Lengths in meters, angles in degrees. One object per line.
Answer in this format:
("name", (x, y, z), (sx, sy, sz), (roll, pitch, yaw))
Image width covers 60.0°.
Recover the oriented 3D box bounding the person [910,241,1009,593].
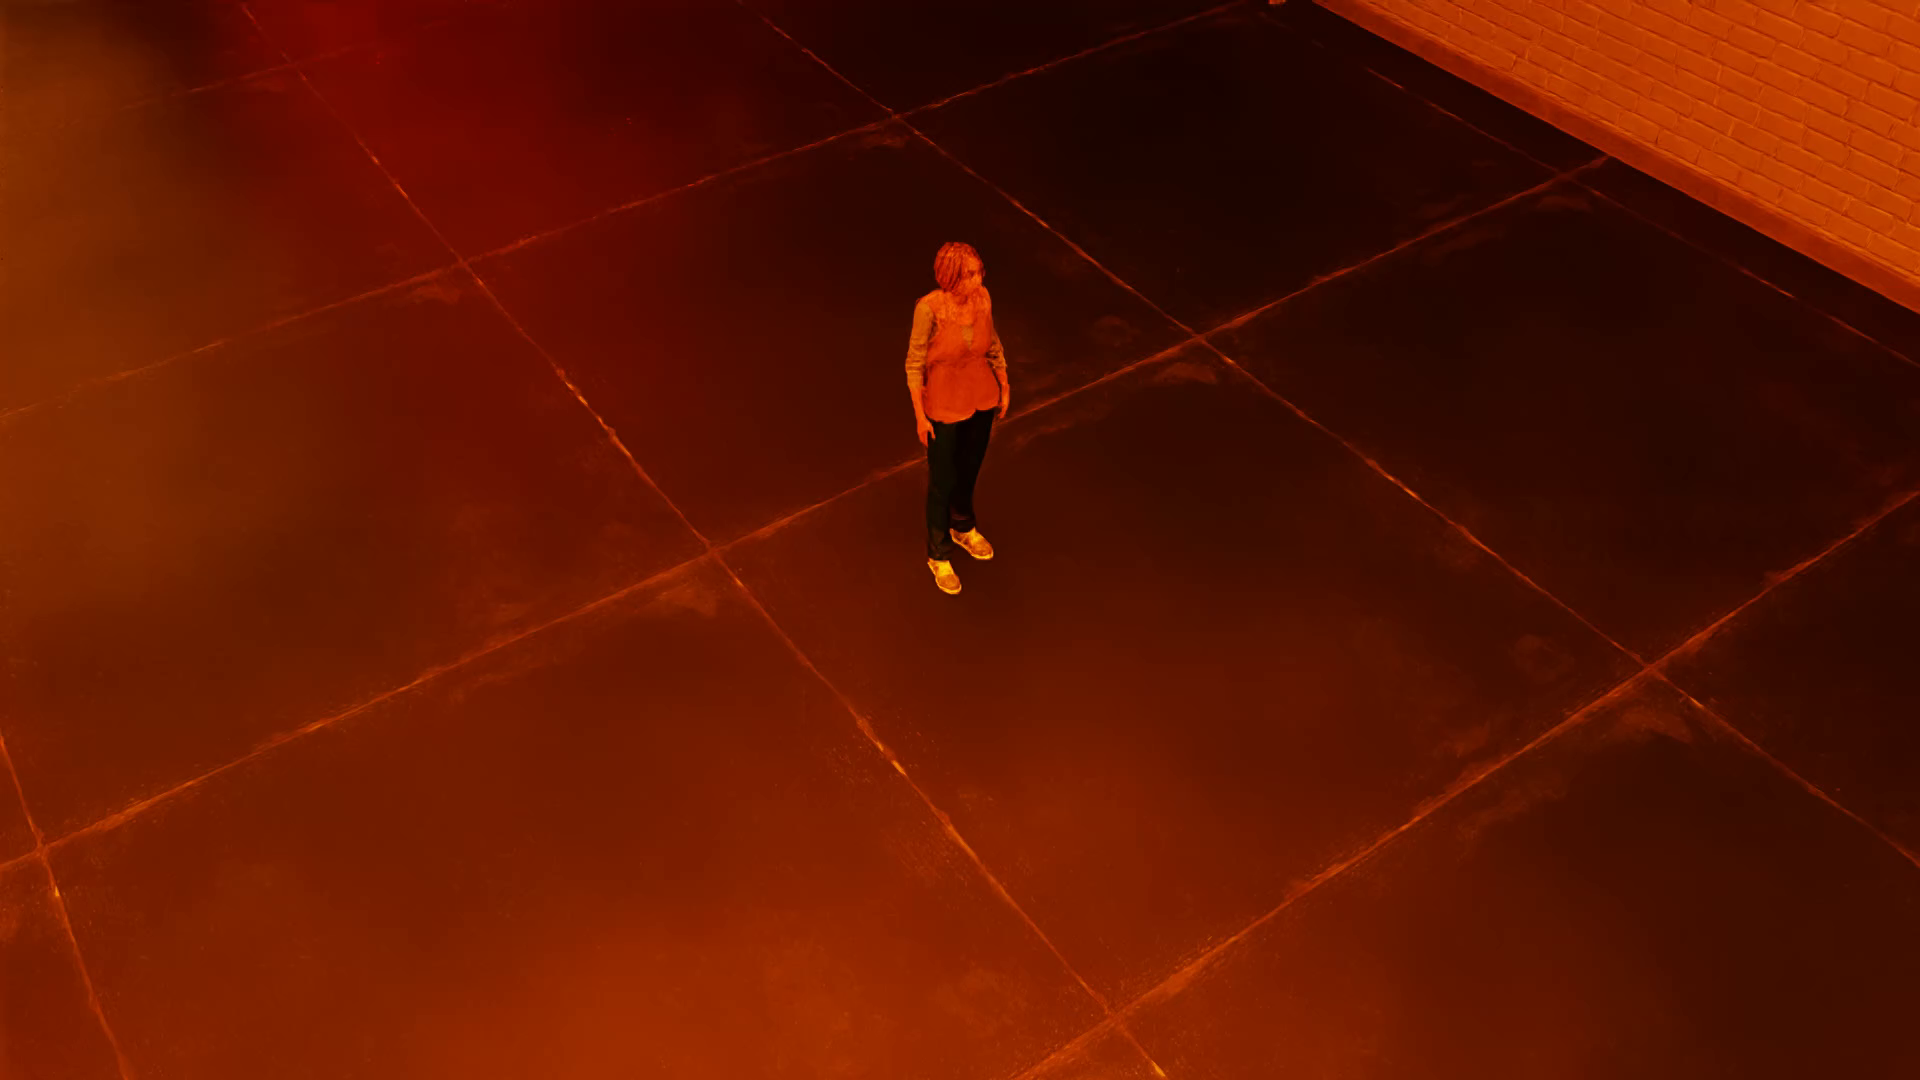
("person", (0.028, -0.544, 7.280), (0.513, 1.597, 0.474), (-25, 48, -25))
